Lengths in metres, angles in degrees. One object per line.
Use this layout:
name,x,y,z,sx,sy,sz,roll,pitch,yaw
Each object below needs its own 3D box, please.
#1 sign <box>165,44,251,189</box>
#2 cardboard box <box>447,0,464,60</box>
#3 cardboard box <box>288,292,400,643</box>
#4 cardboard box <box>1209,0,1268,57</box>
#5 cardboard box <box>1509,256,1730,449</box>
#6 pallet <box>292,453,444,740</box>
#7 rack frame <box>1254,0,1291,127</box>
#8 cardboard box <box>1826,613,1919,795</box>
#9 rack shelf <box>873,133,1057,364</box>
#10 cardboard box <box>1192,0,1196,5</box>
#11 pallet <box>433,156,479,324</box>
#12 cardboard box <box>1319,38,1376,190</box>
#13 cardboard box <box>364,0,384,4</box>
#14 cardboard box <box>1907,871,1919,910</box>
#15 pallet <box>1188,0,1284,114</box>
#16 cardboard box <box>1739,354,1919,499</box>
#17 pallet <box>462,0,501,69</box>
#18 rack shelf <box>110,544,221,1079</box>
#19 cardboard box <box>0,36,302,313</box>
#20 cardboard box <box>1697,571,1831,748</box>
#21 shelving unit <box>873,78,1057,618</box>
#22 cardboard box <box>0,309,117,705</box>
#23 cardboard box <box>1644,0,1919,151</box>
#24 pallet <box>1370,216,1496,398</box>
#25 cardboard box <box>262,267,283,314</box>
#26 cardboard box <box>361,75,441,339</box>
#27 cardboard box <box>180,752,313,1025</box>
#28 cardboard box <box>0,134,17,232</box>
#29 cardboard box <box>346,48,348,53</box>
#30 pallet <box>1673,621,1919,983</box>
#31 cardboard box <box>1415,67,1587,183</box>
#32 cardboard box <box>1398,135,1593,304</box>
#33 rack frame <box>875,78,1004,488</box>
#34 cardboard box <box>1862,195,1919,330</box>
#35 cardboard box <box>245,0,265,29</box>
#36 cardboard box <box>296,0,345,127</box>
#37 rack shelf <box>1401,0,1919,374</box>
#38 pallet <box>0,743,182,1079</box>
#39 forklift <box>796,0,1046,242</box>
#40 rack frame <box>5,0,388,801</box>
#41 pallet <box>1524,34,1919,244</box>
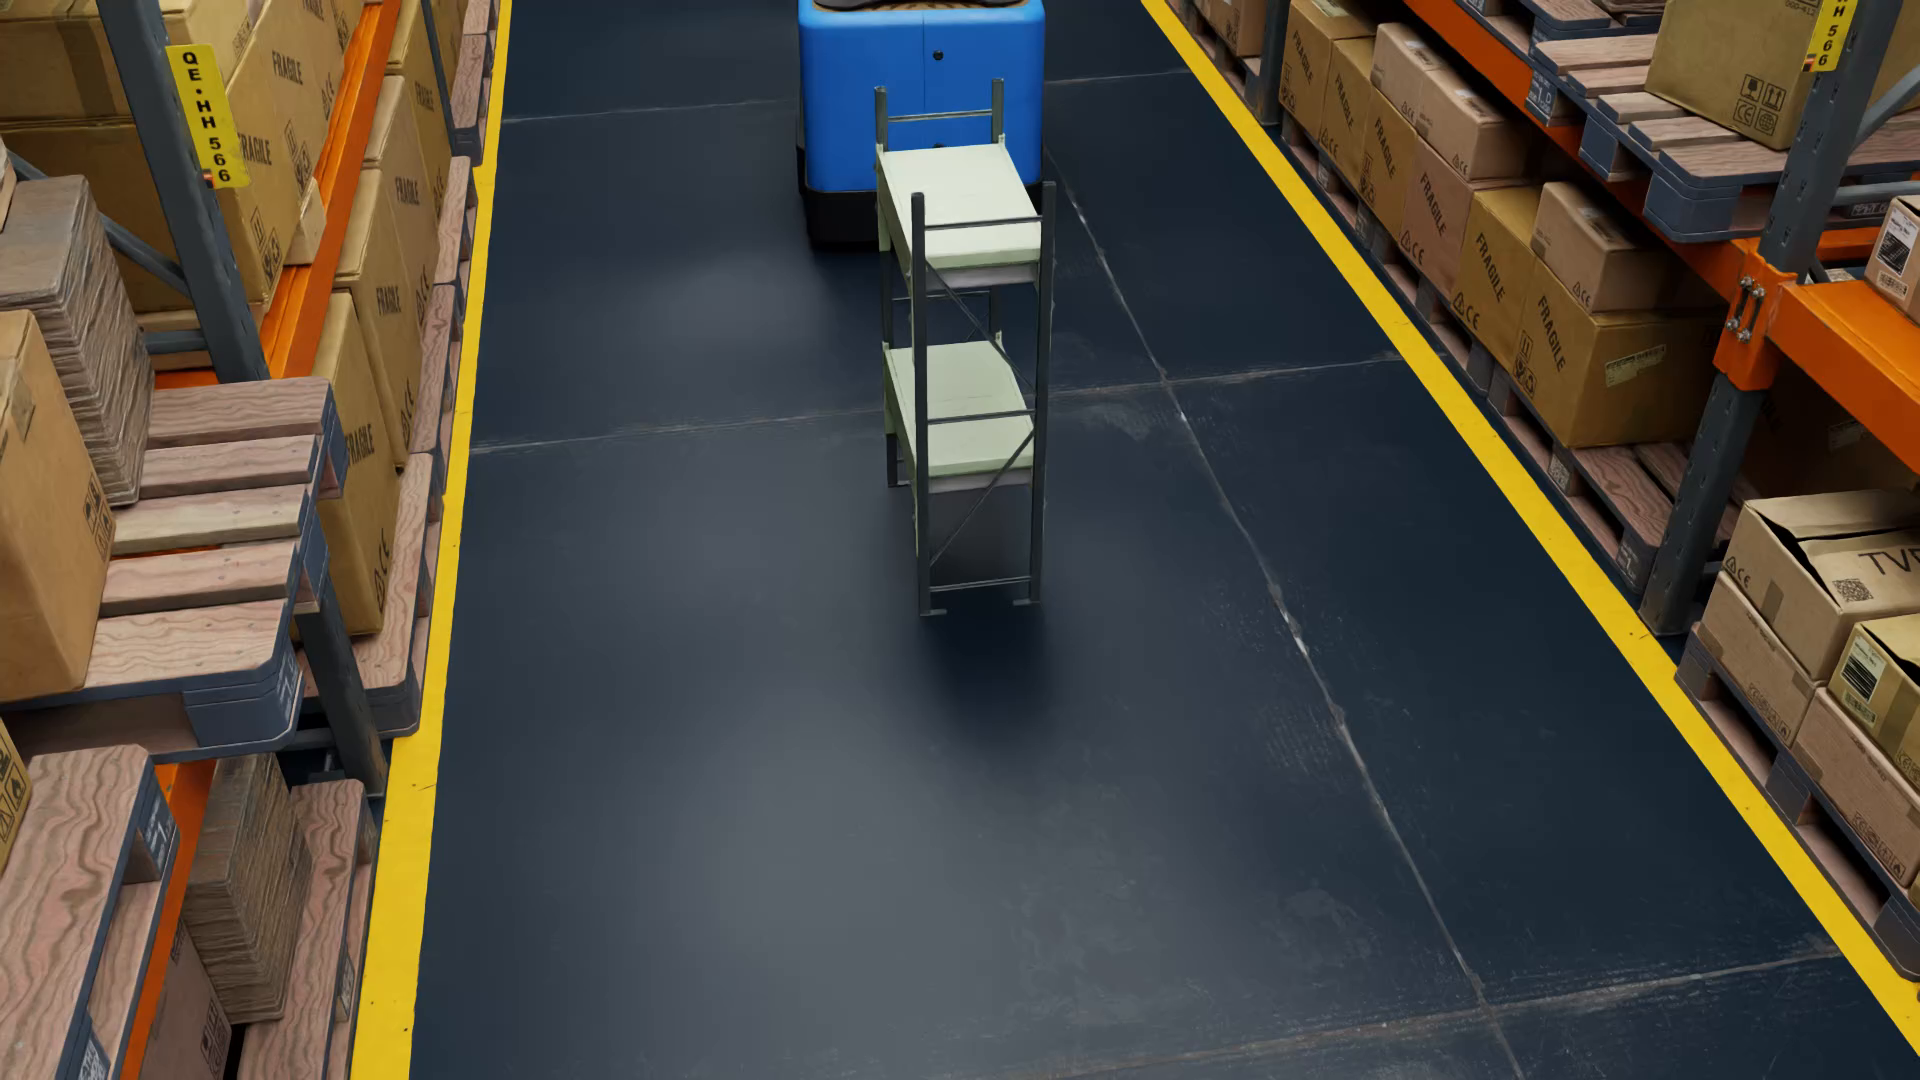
sign,-1.629,-0.913,3.601,0.100,0.325,0.005,-6,38,-8
cardboard box,-2.977,-2.784,8.584,0.700,0.500,0.500,-7,38,-8
cardboard box,-2.161,-0.198,4.970,0.750,0.750,0.750,-7,38,-9
cardboard box,1.635,-2.874,8.684,0.500,0.500,0.500,-6,38,-8
cardboard box,2.320,-0.684,5.865,0.500,0.500,0.500,-5,38,-6
pallet,-2.225,0.194,5.328,1.003,0.211,1.213,-6,38,-8
rack frame,2.014,-3.374,7.648,1.000,3.000,0.127,-6,38,-8
cardboard box,2.618,0.405,4.226,0.500,0.311,0.500,-7,38,-9
rack shelf,0.001,-0.896,5.045,0.431,0.370,0.720,-6,38,-8
cardboard box,1.503,-3.253,9.325,0.500,0.311,0.500,-6,38,-8
pallet,-2.653,-1.280,7.225,1.003,0.211,1.213,-6,38,-8
cardboard box,1.963,-1.921,7.457,0.500,0.500,0.500,-6,38,-7
cardboard box,-2.352,-2.109,6.209,0.380,0.149,0.250,-6,38,-8
cardboard box,2.704,0.927,4.011,0.500,0.250,0.500,-7,38,-9
pallet,1.894,-2.688,9.038,1.003,0.211,1.213,-6,38,-8
cardboard box,2.917,-0.450,5.563,0.500,0.500,0.500,-5,38,-6
pallet,-3.136,-2.944,9.367,1.003,0.211,1.213,-6,38,-8
rack shelf,-1.810,1.069,2.515,1.077,0.370,4.000,-6,38,-8
cardboard box,-1.994,-0.909,4.134,0.500,0.500,0.500,-5,38,-7
cardboard box,2.518,0.310,4.805,0.500,0.250,0.500,-6,38,-8
shelving unit,0.001,-0.588,5.285,0.431,1.500,0.755,-6,38,-8
cardboard box,-1.944,-0.019,2.889,0.700,0.500,0.500,-10,39,-12
cardboard box,2.494,-1.532,4.853,0.700,0.500,0.500,-19,42,-23
pallet,2.411,-1.047,6.926,1.003,0.211,1.213,-6,38,-8
cardboard box,-2.026,-0.709,4.405,0.380,0.149,0.250,-6,38,-7
cardboard box,-2.462,-1.241,6.312,0.750,0.750,0.750,-5,38,-7
cardboard box,-1.984,0.820,3.929,0.700,0.500,0.500,-6,38,-7
cardboard box,-2.071,-0.687,3.221,0.380,0.149,0.250,-11,39,-14
cardboard box,-2.345,-1.802,5.813,0.380,0.149,0.250,-7,38,-9
pallet,2.821,0.645,4.748,1.003,0.211,1.213,-6,38,-8
cardboard box,2.123,-1.631,6.473,0.500,0.250,0.500,-7,38,-9
cardboard box,2.132,-1.313,6.674,0.500,0.500,0.500,-8,38,-10
rack frame,-0.063,-0.809,5.569,0.400,1.500,0.023,-6,38,-8
cardboard box,2.736,-0.698,4.277,0.500,0.311,0.500,-4,38,-5
cardboard box,-2.082,-1.510,4.298,0.500,0.250,0.500,-7,38,-9
cardboard box,-2.163,-1.526,4.929,0.500,0.500,0.500,-6,38,-8
rack shelf,2.365,-1.882,6.314,1.077,0.370,4.000,-6,38,-8
pallet,-1.774,0.844,2.375,1.003,0.211,1.213,-6,38,-8
forklift,-0.255,-3.356,7.680,1.130,2.935,3.031,-2,38,-3
rack frame,-2.161,-0.423,3.849,1.000,3.000,0.127,-6,38,-8
pallet,2.527,-1.284,5.114,1.213,0.211,1.003,-6,38,-8
